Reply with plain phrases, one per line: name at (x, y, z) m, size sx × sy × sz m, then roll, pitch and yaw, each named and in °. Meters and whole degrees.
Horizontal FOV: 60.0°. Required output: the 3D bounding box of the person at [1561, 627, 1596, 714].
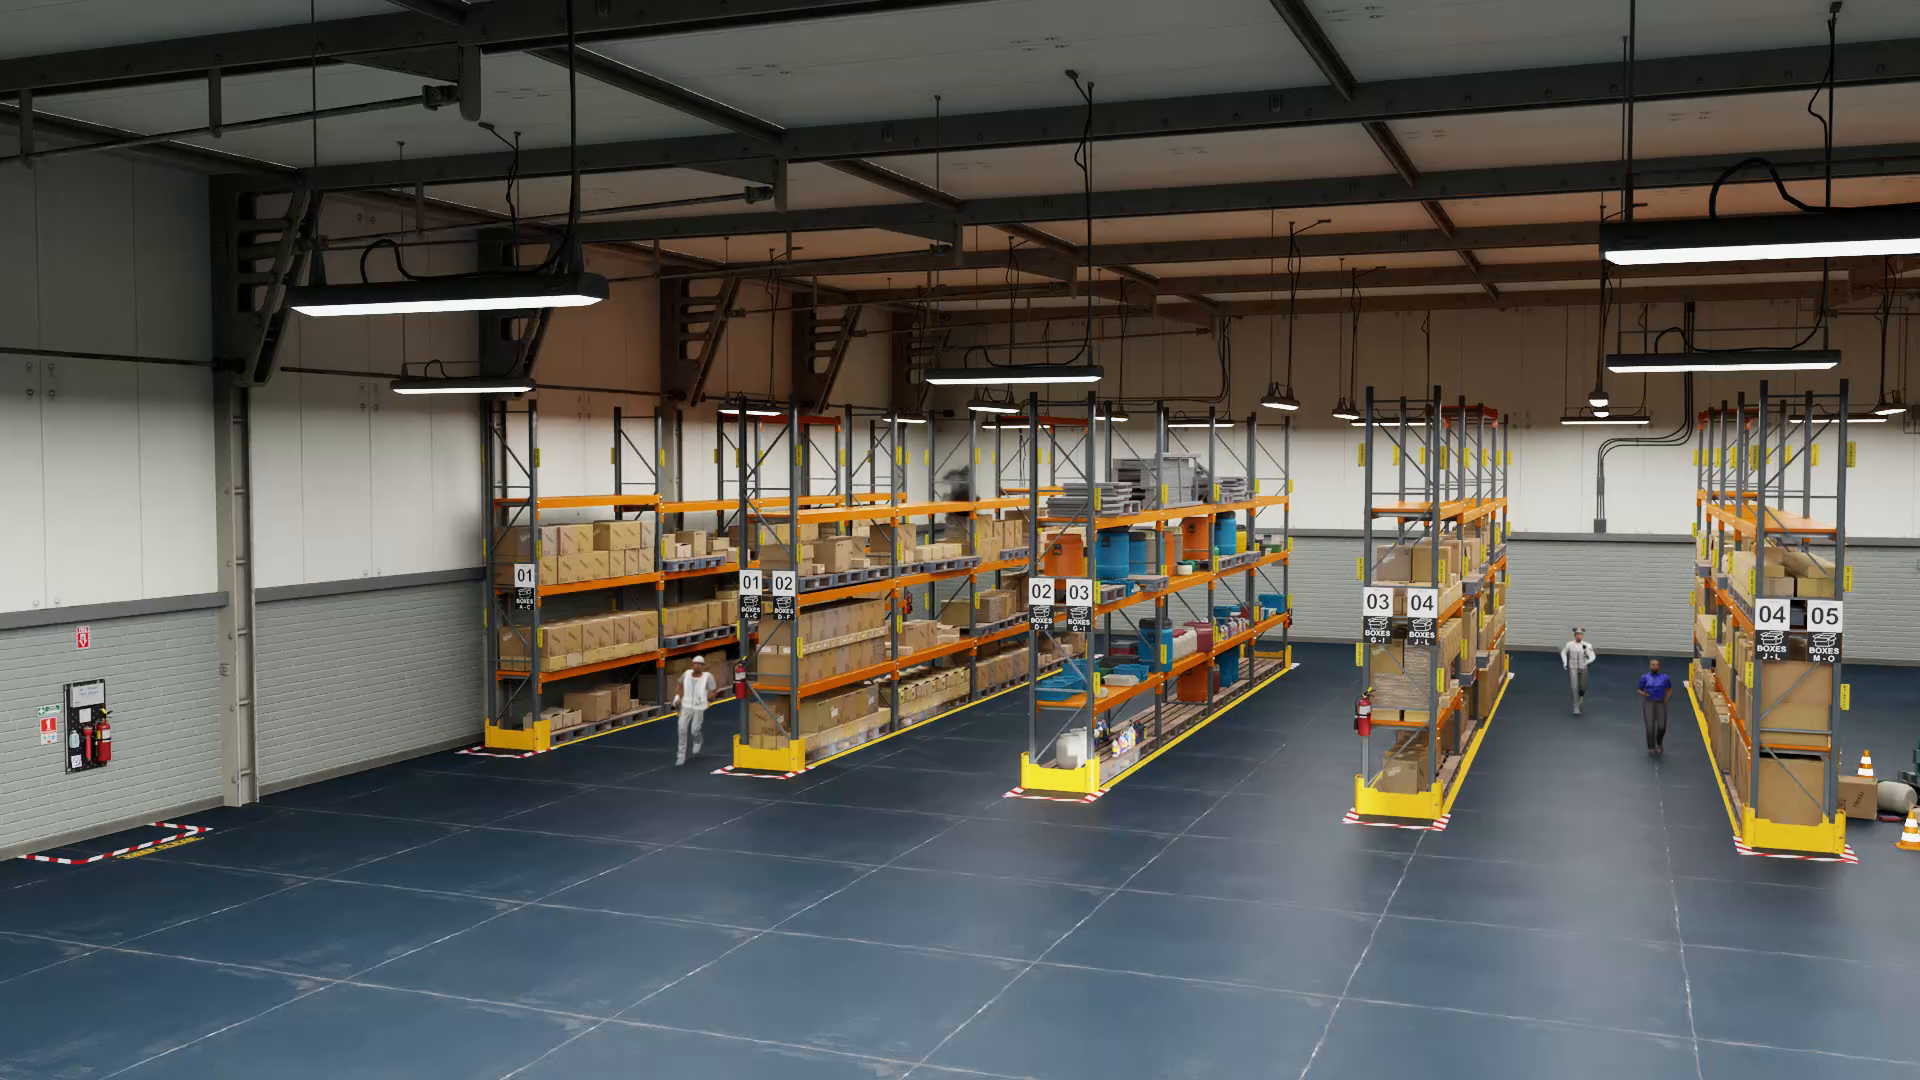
person at (12.169, 2.538, 32.747) m, size 0.642 × 1.669 × 0.877 m, roll 1°, pitch 3°, yaw 18°

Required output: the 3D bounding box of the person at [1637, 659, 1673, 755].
person at (11.661, 2.807, 27.875) m, size 0.563 × 1.618 × 0.563 m, roll 1°, pitch 3°, yaw 18°

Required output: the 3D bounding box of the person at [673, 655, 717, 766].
person at (-4.363, 2.787, 27.456) m, size 0.726 × 1.785 × 0.872 m, roll 0°, pitch 3°, yaw 6°
